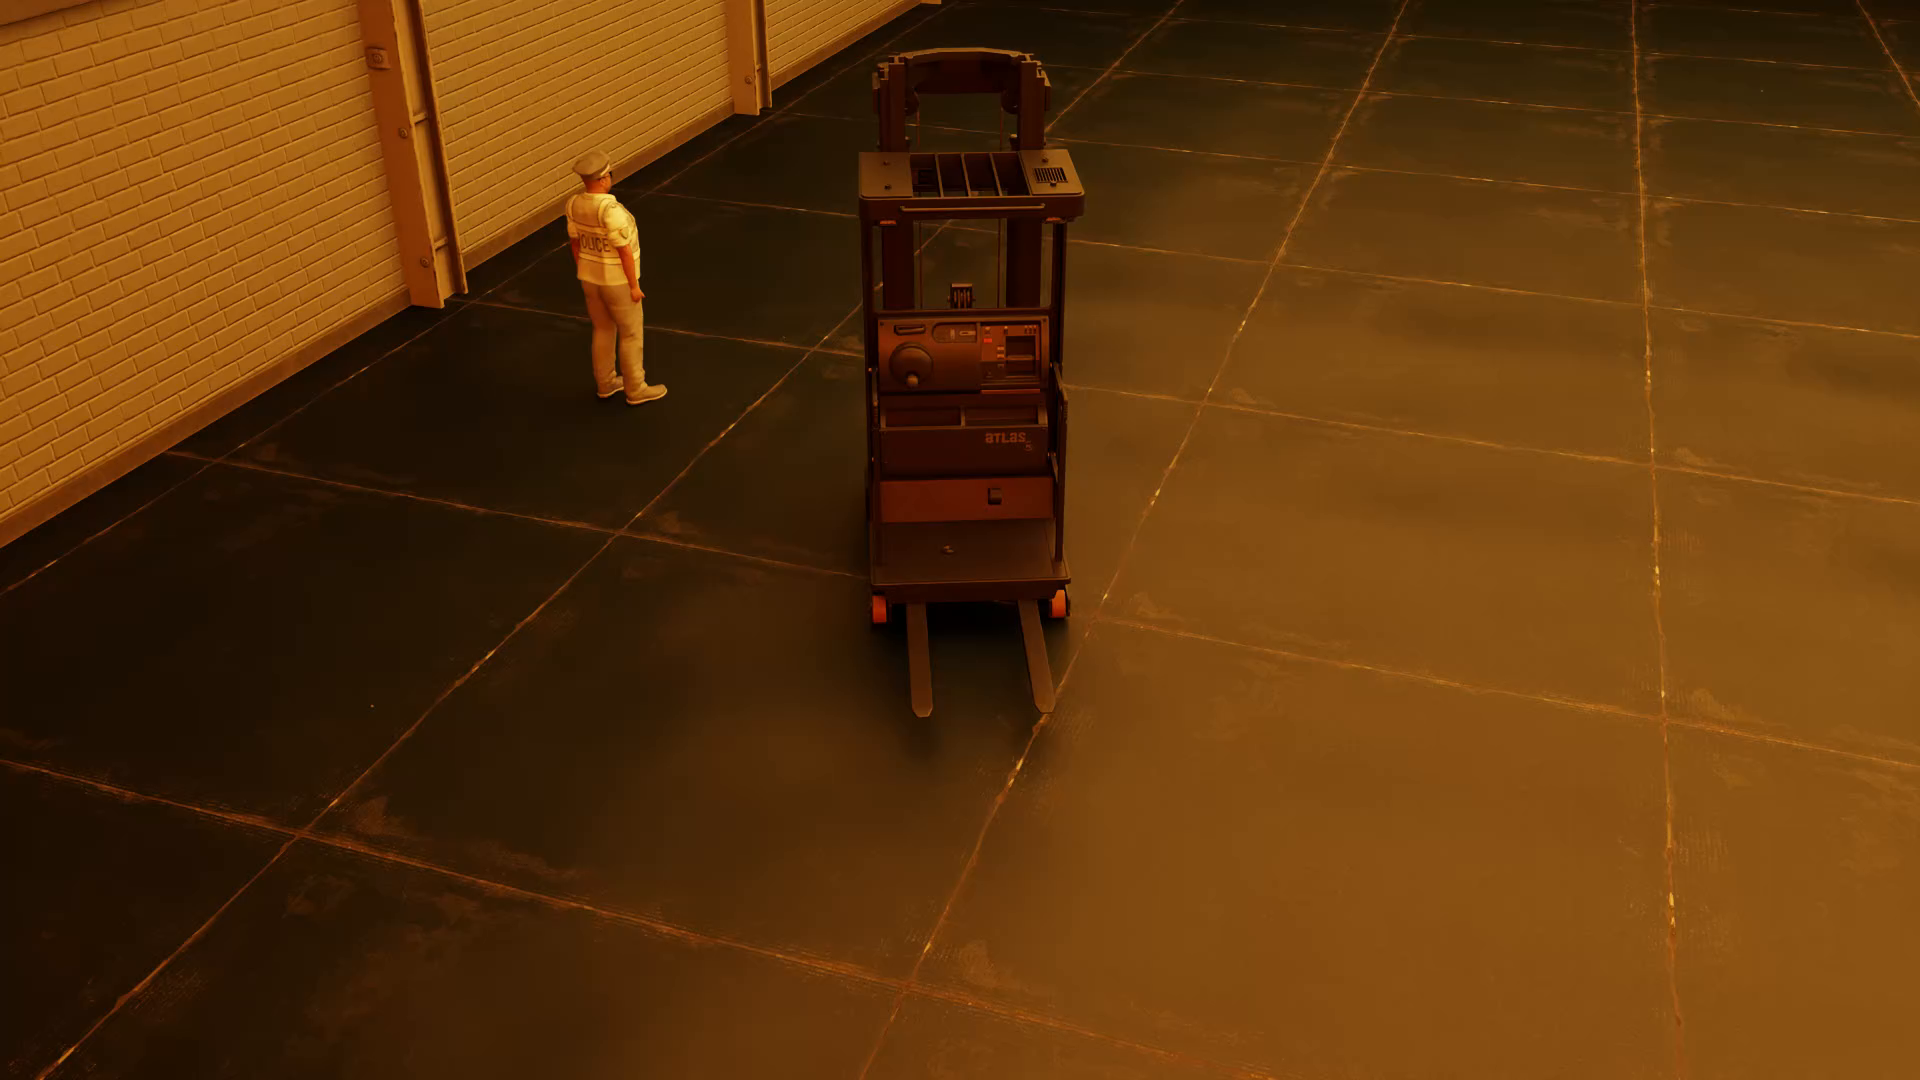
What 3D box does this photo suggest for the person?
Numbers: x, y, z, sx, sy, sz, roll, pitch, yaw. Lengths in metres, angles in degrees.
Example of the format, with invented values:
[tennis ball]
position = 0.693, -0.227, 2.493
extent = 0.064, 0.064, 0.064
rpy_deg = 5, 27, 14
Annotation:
[person]
position = -2.403, -1.804, 11.473
extent = 0.523, 1.775, 0.410
rpy_deg = 17, 34, 27

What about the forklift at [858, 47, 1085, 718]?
[forklift]
position = 0.035, -0.972, 8.842
extent = 1.130, 2.935, 3.031
rpy_deg = -2, 30, -3
